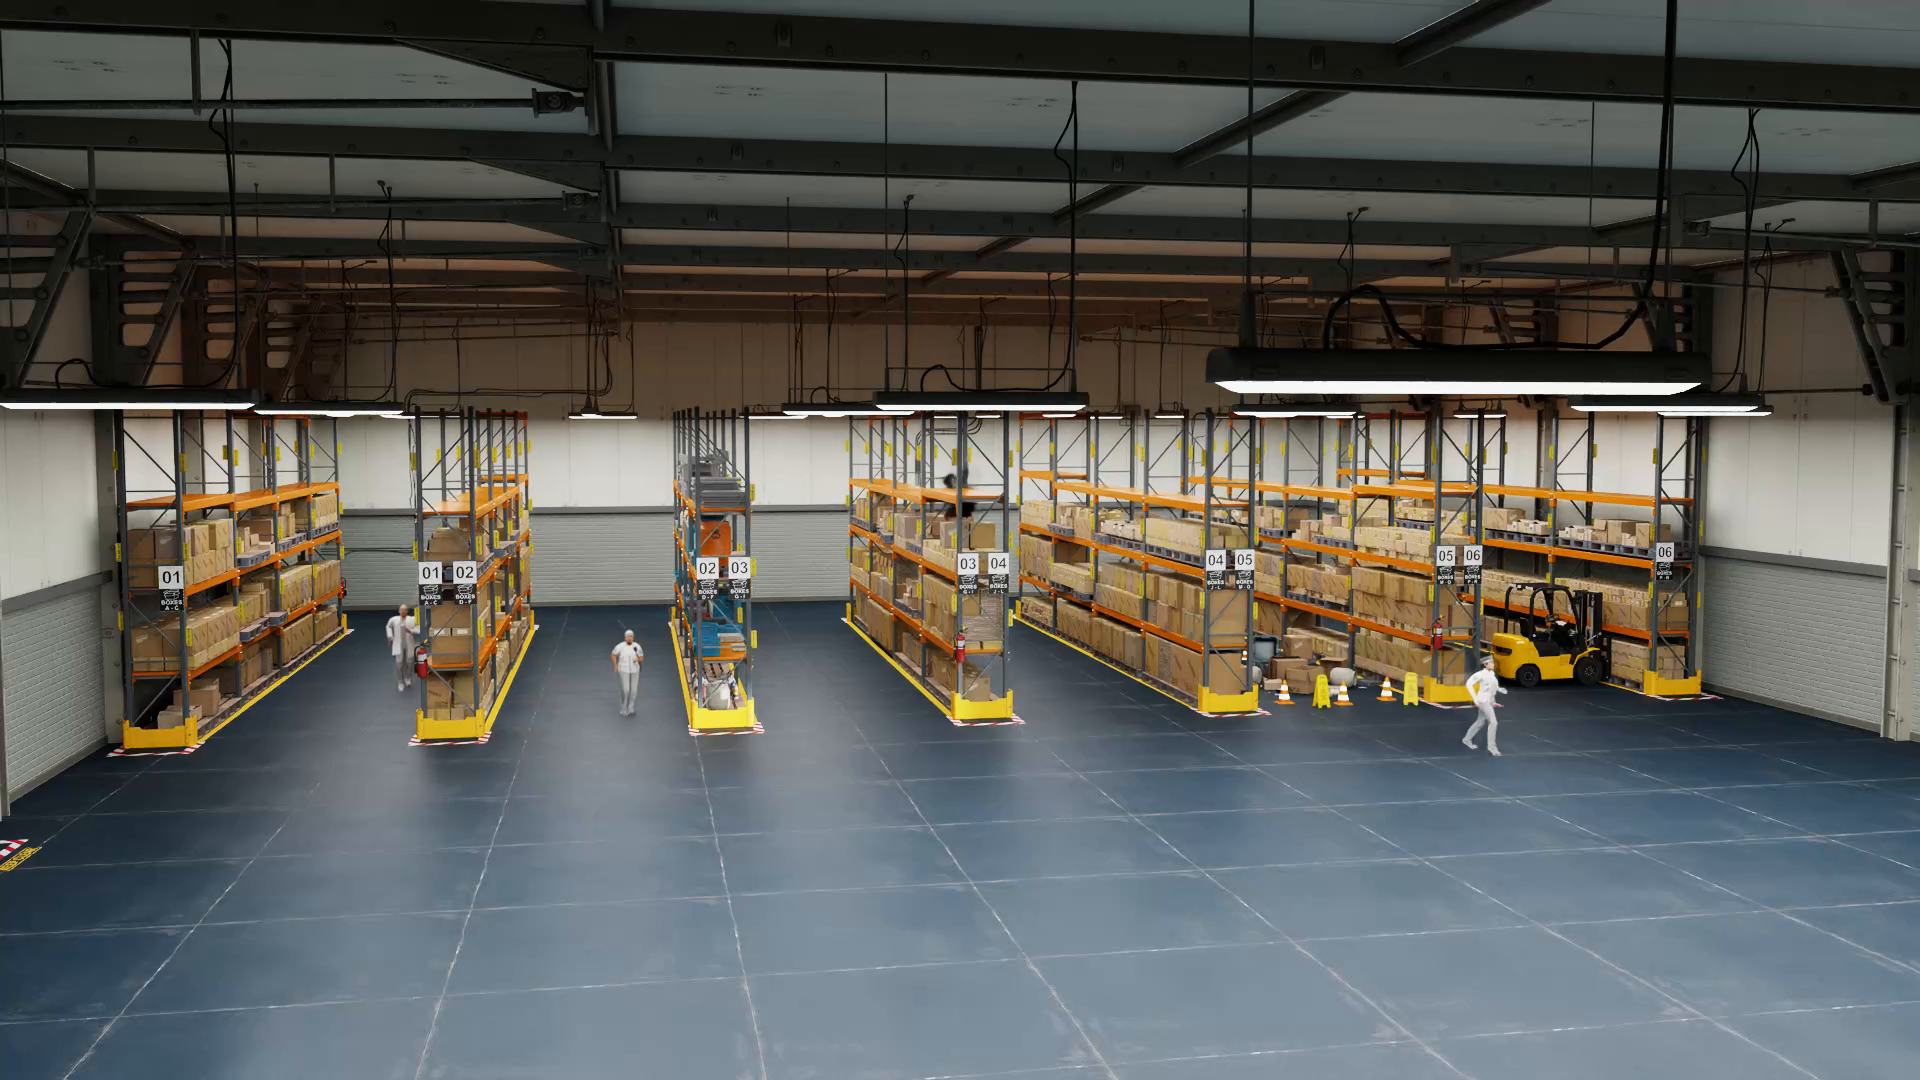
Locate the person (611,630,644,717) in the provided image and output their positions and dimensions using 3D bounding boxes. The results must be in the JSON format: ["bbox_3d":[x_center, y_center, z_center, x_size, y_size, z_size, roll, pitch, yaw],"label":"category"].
[{"bbox_3d":[-6.446,2.597,32.383,0.577,1.679,0.672,-2,4,-24],"label":"person"}]

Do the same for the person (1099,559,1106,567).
[{"bbox_3d":[4.578,1.374,50.491,0.758,1.593,0.603,-2,4,-20],"label":"person"}]

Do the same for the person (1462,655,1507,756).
[{"bbox_3d":[9.070,2.840,28.744,0.741,1.743,0.600,3,5,37],"label":"person"}]

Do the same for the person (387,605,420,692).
[{"bbox_3d":[-11.892,2.284,35.568,0.687,1.808,0.990,-1,4,-19],"label":"person"}]
